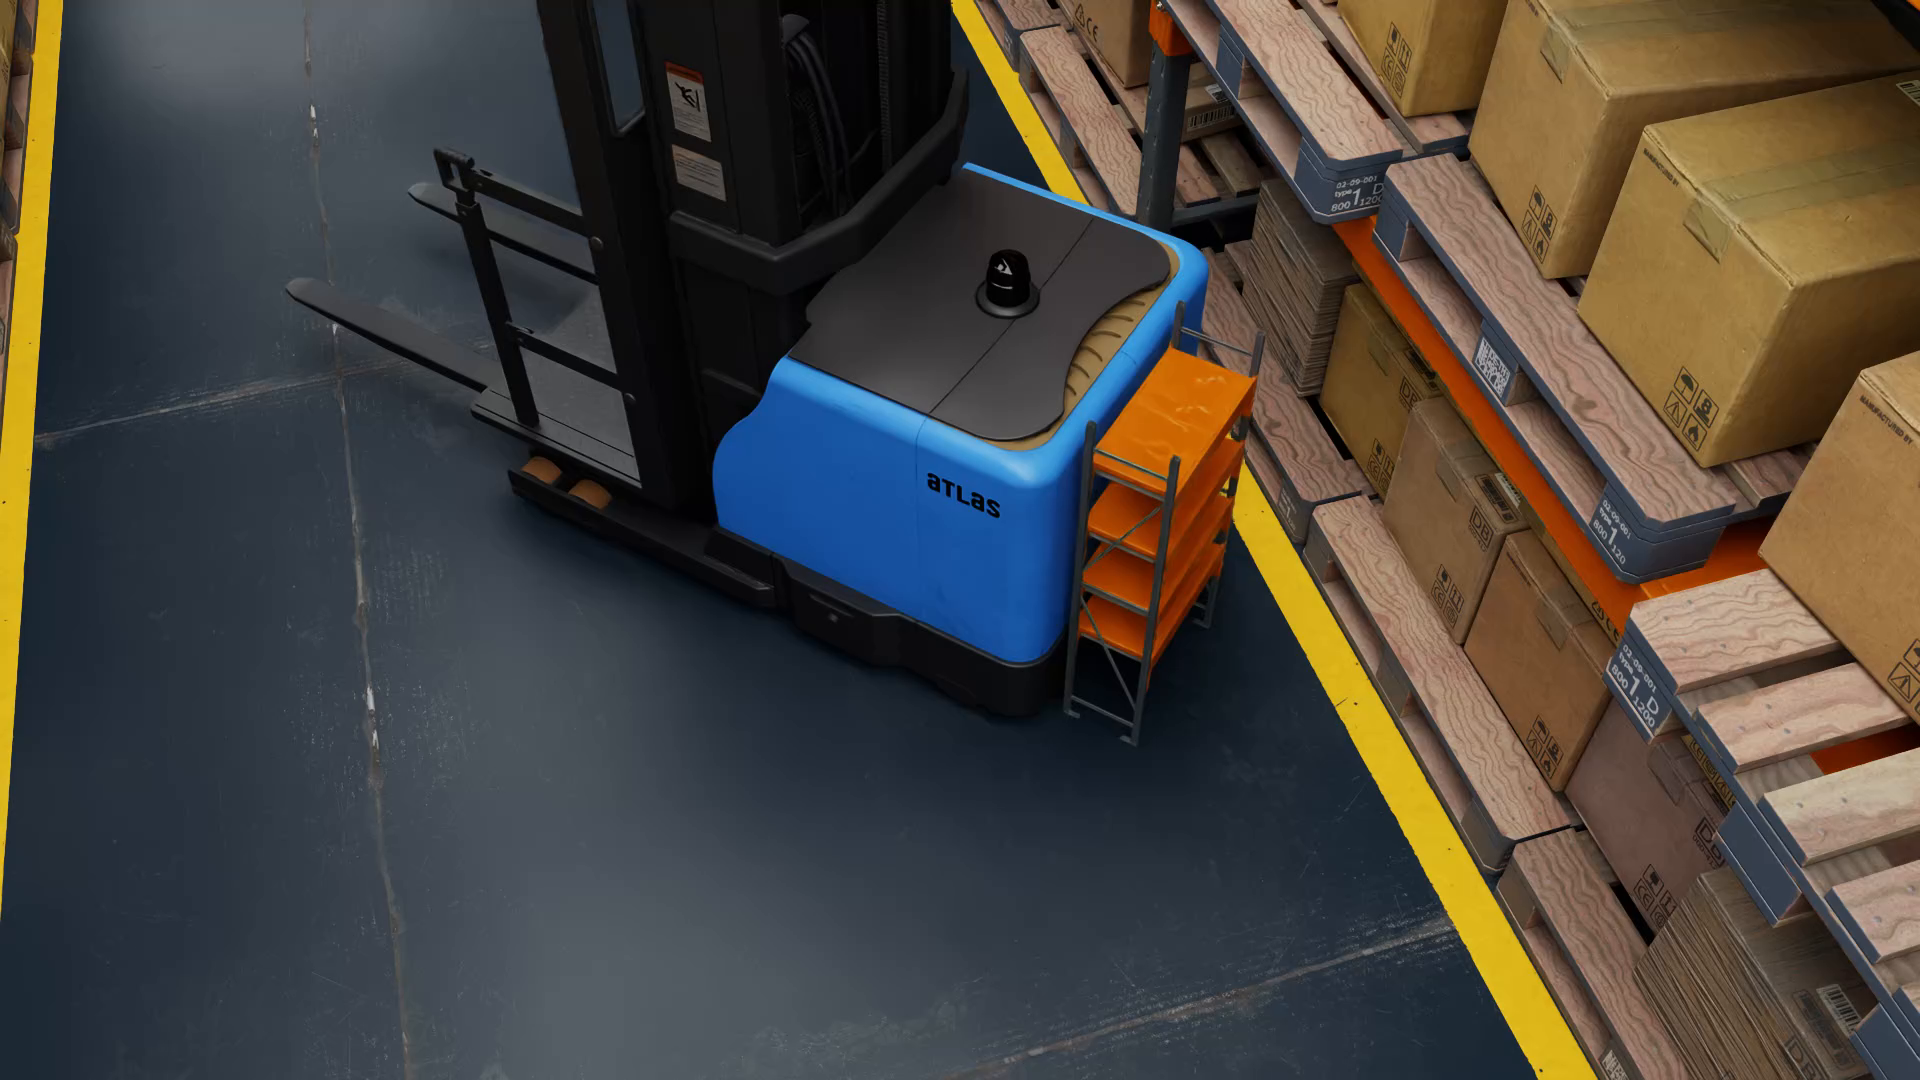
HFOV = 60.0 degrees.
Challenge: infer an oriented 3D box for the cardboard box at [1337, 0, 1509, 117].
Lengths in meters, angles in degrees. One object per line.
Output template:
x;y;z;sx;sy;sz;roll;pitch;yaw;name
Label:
1.399;-1.450;4.157;0.700;0.500;0.500;-9;50;-7;cardboard box

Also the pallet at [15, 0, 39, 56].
-4.525;-2.416;7.148;1.003;0.211;1.213;-13;51;-11;pallet

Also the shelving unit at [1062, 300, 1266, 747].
0.528;-0.007;4.471;0.258;1.200;0.503;24;54;19;shelving unit

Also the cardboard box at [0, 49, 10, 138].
-3.895;-1.695;6.241;0.500;0.250;0.500;-13;51;-11;cardboard box

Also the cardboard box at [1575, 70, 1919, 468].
1.767;-0.564;3.410;0.700;0.500;0.500;-13;51;-11;cardboard box

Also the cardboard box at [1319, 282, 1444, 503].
1.557;-0.501;5.058;0.700;0.500;0.500;-14;51;-12;cardboard box

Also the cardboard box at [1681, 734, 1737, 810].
1.934;0.334;3.863;0.500;0.250;0.500;-12;51;-10;cardboard box

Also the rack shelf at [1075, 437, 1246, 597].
0.528;-0.108;4.351;0.258;0.148;0.480;24;54;19;rack shelf

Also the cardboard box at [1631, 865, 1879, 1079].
2.043;1.006;3.787;0.700;0.500;0.500;-13;51;-10;cardboard box

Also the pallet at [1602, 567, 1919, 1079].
1.993;0.422;3.058;1.213;0.211;1.003;-13;51;-11;pallet

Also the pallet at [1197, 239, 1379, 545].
1.354;-0.598;5.616;1.003;0.211;1.213;-13;51;-11;pallet

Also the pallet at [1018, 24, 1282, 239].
0.890;-1.649;6.502;1.003;0.211;1.213;-13;51;-11;pallet

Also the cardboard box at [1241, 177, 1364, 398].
1.356;-0.867;5.366;0.700;0.500;0.500;-12;51;-10;cardboard box

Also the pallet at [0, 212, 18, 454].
-3.804;-0.634;5.646;1.003;0.211;1.213;-13;51;-11;pallet

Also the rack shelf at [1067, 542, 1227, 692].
0.528;0.164;4.674;0.258;0.148;0.480;24;54;19;rack shelf

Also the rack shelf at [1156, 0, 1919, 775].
1.714;-0.372;4.073;1.077;0.370;4.000;-13;51;-11;rack shelf

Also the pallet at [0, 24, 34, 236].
-4.168;-1.526;6.399;1.003;0.211;1.213;-13;51;-11;pallet

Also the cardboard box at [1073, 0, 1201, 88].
0.777;-2.150;6.448;0.500;0.500;0.500;-17;52;-14;cardboard box

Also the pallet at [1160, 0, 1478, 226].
1.210;-1.412;4.604;1.003;0.211;1.213;-13;51;-11;pallet

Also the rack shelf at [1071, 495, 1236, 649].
0.528;0.036;4.522;0.258;0.148;0.480;24;54;19;rack shelf

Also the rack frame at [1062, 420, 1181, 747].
0.404;0.154;4.335;0.240;1.200;0.015;24;54;19;rack frame

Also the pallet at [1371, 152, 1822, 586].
1.681;-0.518;3.850;1.003;0.211;1.213;-13;51;-11;pallet

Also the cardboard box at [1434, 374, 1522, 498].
1.647;-0.409;4.490;0.500;0.250;0.500;-15;51;-12;cardboard box

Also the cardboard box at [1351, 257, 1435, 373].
1.490;-0.788;4.809;0.500;0.250;0.500;-14;51;-12;cardboard box

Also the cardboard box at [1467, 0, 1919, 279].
1.623;-0.976;3.758;0.700;0.500;0.500;-7;50;-6;cardboard box

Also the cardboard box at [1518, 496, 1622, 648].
1.777;-0.040;4.179;0.500;0.250;0.500;-14;51;-11;cardboard box

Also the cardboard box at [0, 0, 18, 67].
-4.042;-2.061;6.549;0.500;0.250;0.500;-13;51;-11;cardboard box

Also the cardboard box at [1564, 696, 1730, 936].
2.001;0.604;4.126;0.700;0.500;0.500;-13;51;-11;cardboard box

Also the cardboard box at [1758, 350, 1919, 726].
1.966;-0.061;2.986;0.700;0.500;0.500;-18;52;-14;cardboard box

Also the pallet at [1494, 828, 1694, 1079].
2.076;1.184;4.114;1.003;0.211;1.213;-13;51;-11;pallet

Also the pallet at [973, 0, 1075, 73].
0.526;-2.541;7.254;1.003;0.211;1.213;-13;51;-11;pallet

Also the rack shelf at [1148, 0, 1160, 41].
0.531;-3.294;6.535;1.077;0.370;4.000;-13;51;-11;rack shelf

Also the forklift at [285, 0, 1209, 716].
-0.838;-1.298;4.427;3.031;2.935;1.130;24;54;19;forklift

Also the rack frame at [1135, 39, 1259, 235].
1.123;-2.065;5.029;1.000;3.000;0.127;-13;51;-11;rack frame

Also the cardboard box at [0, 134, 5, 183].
-3.742;-1.331;5.934;0.500;0.250;0.500;-13;51;-11;cardboard box

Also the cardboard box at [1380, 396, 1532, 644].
1.669;-0.119;4.736;0.700;0.500;0.500;-13;51;-11;cardboard box

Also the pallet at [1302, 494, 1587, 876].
1.719;0.295;4.863;1.003;0.211;1.213;-13;51;-11;pallet

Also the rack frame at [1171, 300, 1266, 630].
0.651;-0.168;4.607;0.240;1.200;0.015;24;54;19;rack frame

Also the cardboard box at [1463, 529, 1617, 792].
1.827;0.247;4.427;0.700;0.500;0.500;-14;51;-11;cardboard box

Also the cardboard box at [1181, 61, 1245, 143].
0.936;-1.678;6.268;0.380;0.166;0.250;-19;53;-16;cardboard box

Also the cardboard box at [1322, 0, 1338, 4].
1.240;-1.860;4.503;0.700;0.500;0.500;-13;51;-11;cardboard box

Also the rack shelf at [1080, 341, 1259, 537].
0.528;-0.260;4.170;0.258;0.148;0.480;24;54;19;rack shelf
